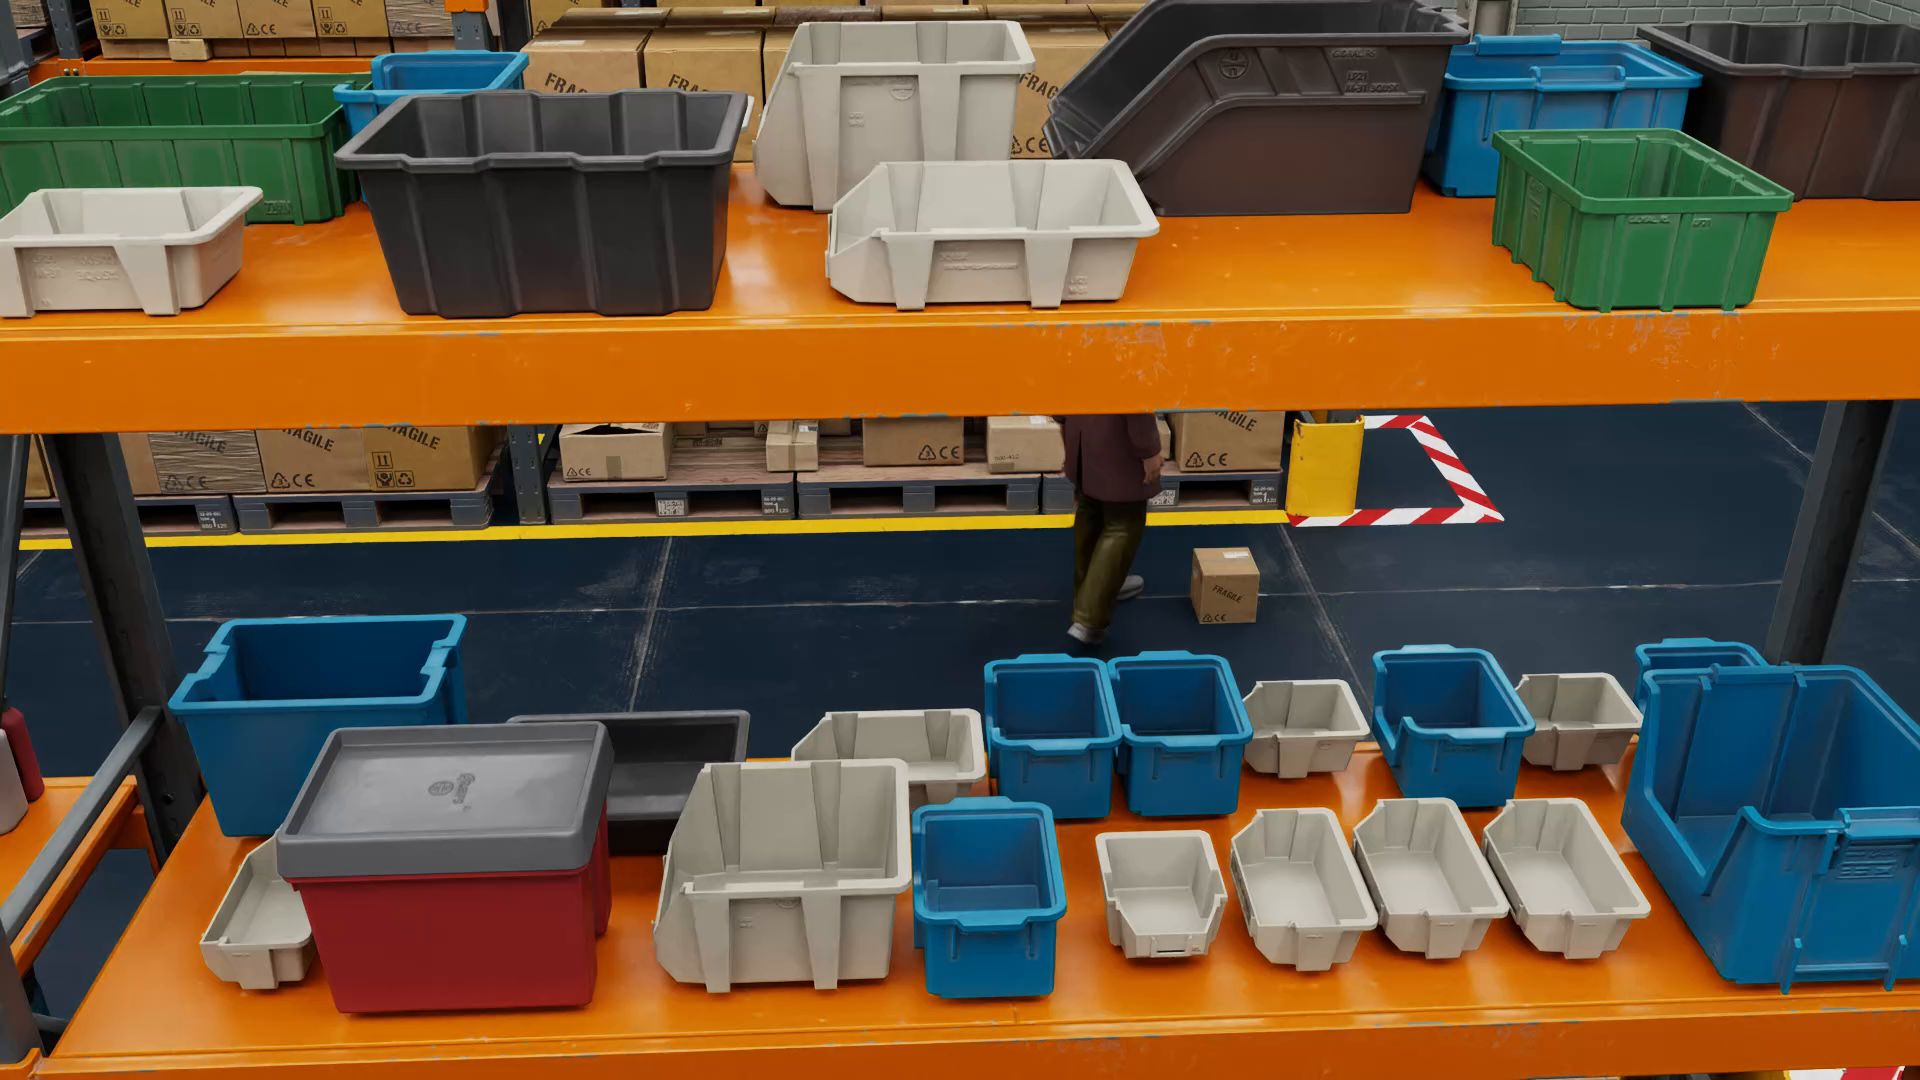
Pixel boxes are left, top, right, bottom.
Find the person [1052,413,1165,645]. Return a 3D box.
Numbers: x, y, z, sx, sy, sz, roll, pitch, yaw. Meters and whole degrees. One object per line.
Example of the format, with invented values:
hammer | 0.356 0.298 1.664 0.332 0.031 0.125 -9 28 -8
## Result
person | 0.636 -0.423 6.982 0.633 1.821 0.612 -15 31 -27
